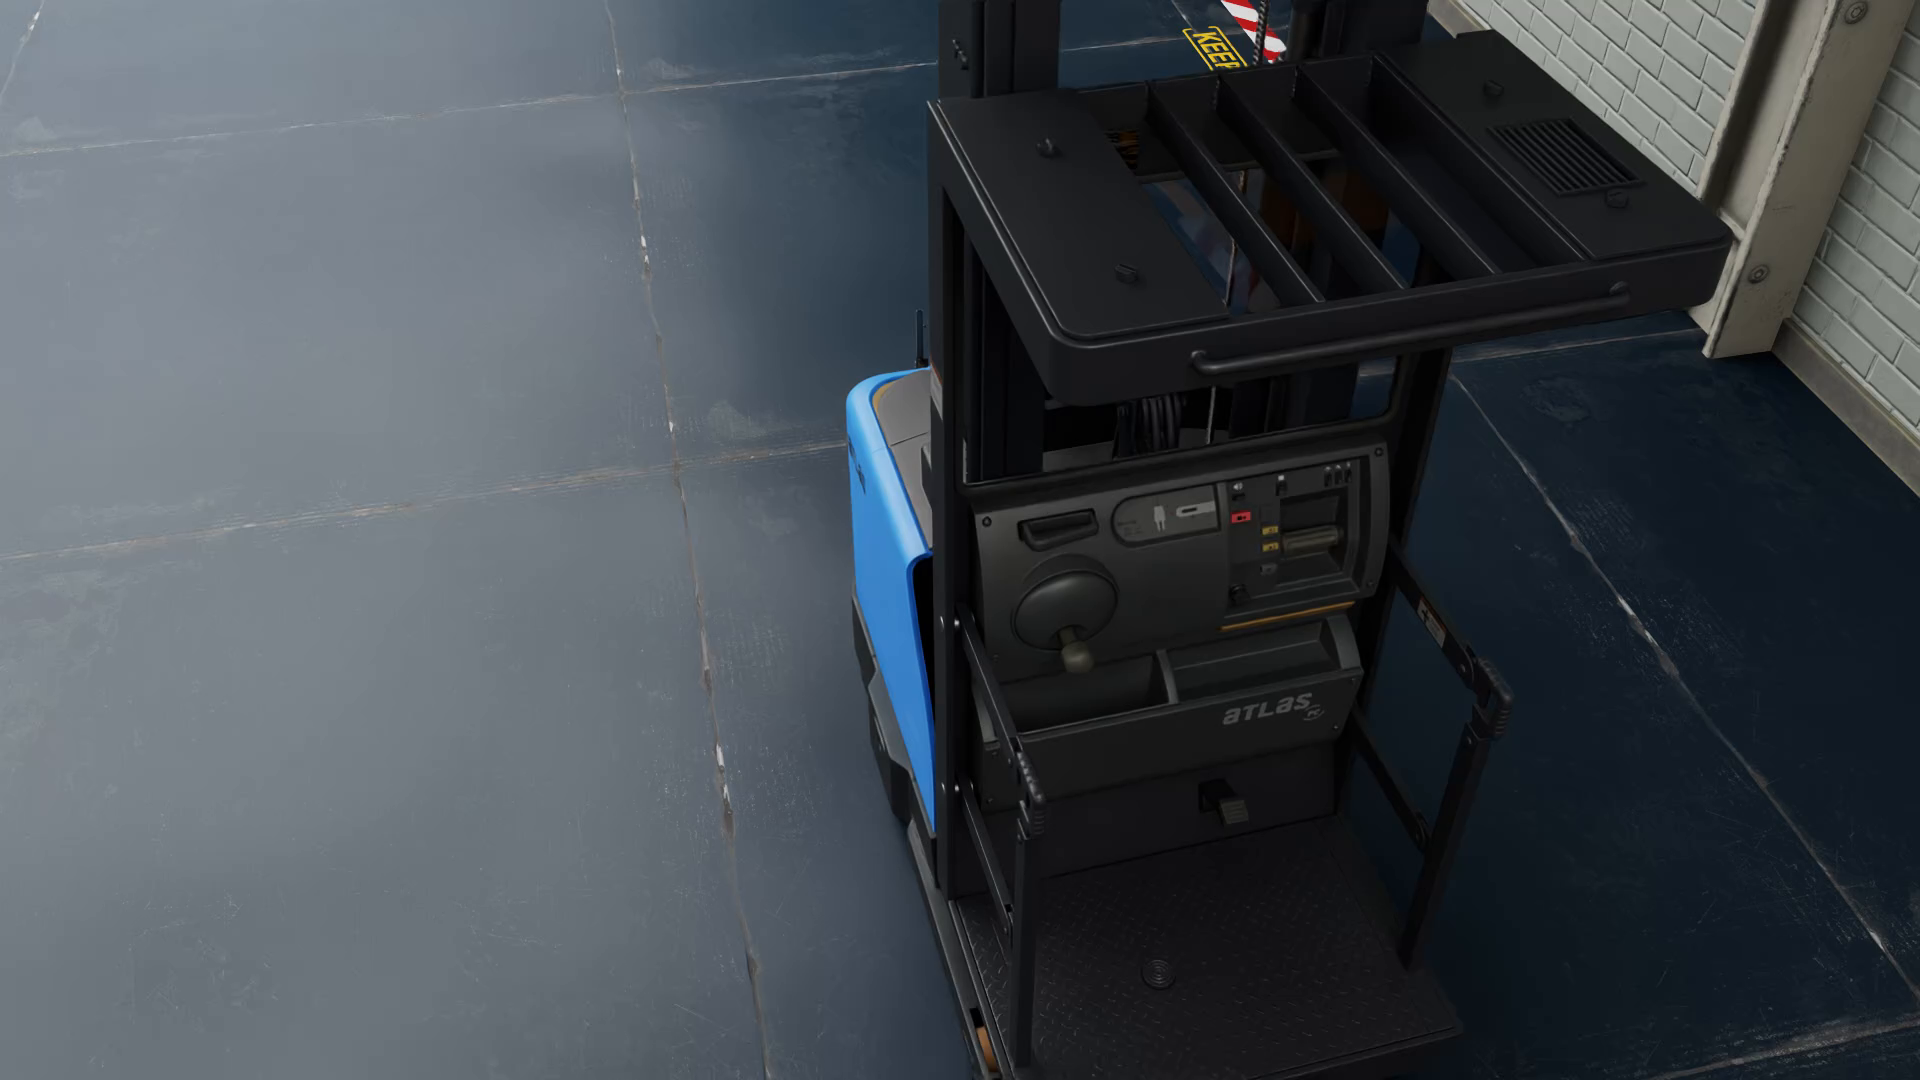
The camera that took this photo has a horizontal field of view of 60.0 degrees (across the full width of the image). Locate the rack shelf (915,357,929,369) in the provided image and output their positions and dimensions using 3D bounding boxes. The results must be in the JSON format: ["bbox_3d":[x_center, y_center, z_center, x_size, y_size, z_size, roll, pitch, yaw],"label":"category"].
[{"bbox_3d":[0.002,-0.508,5.288,0.258,0.077,0.200,-8,42,-9],"label":"rack shelf"}]

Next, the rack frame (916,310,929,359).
[{"bbox_3d":[-0.020,-0.397,5.520,0.240,0.900,0.006,-8,42,-9],"label":"rack frame"}]

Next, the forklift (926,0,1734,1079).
[{"bbox_3d":[0.535,0.118,3.409,1.110,2.935,3.031,-10,43,-11],"label":"forklift"}]

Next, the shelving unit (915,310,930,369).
[{"bbox_3d":[0.002,-0.331,5.445,0.258,0.900,0.210,-8,42,-9],"label":"shelving unit"}]

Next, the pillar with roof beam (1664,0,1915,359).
[{"bbox_3d":[-1.145,-3.612,3.041,9.100,9.000,0.400,-8,42,-9],"label":"pillar with roof beam"}]
